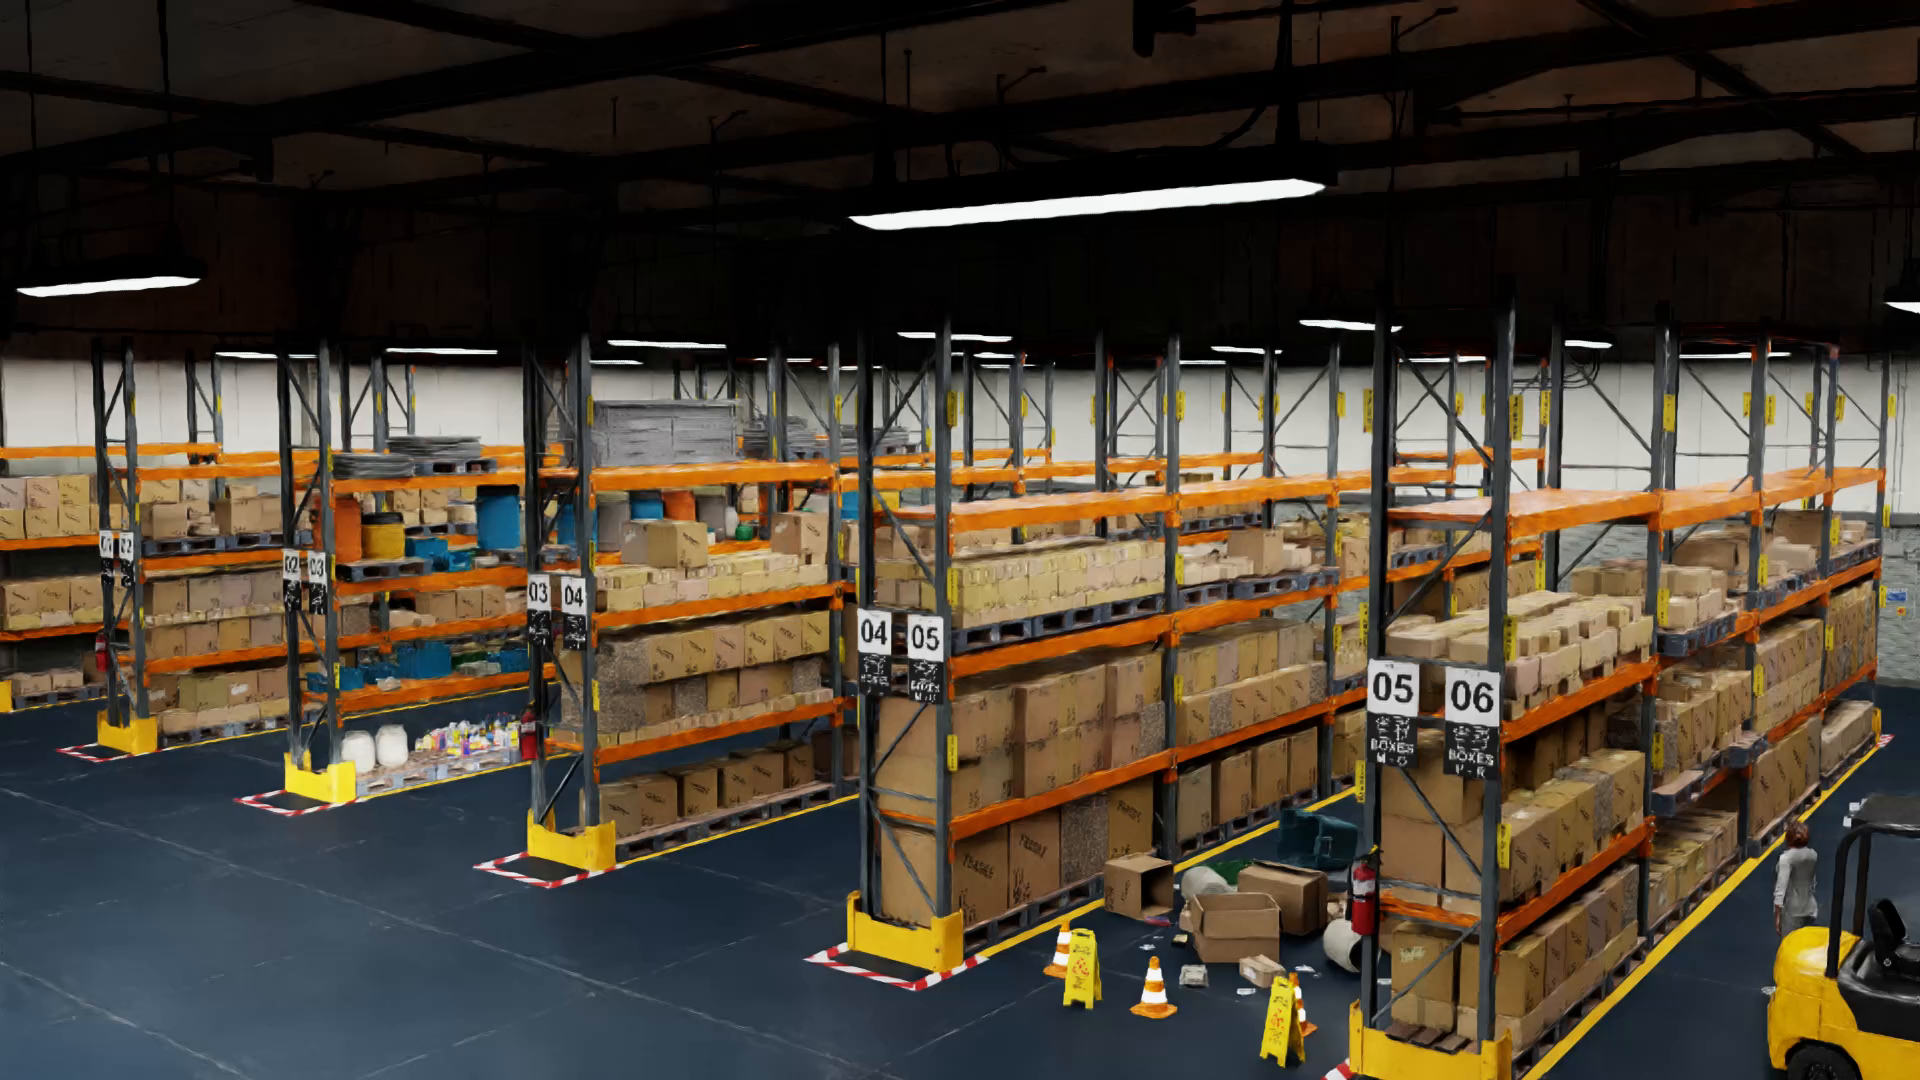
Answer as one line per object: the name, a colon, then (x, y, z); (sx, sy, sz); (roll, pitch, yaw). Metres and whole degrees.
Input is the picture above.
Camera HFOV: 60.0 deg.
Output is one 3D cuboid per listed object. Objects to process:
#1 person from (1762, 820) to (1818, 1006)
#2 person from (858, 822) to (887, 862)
person: (7.000, 3.143, 14.024); (0.509, 1.596, 0.493); (-2, 6, -26)
person: (-0.616, 2.741, 18.381); (0.955, 1.669, 0.574); (-3, 6, -31)
